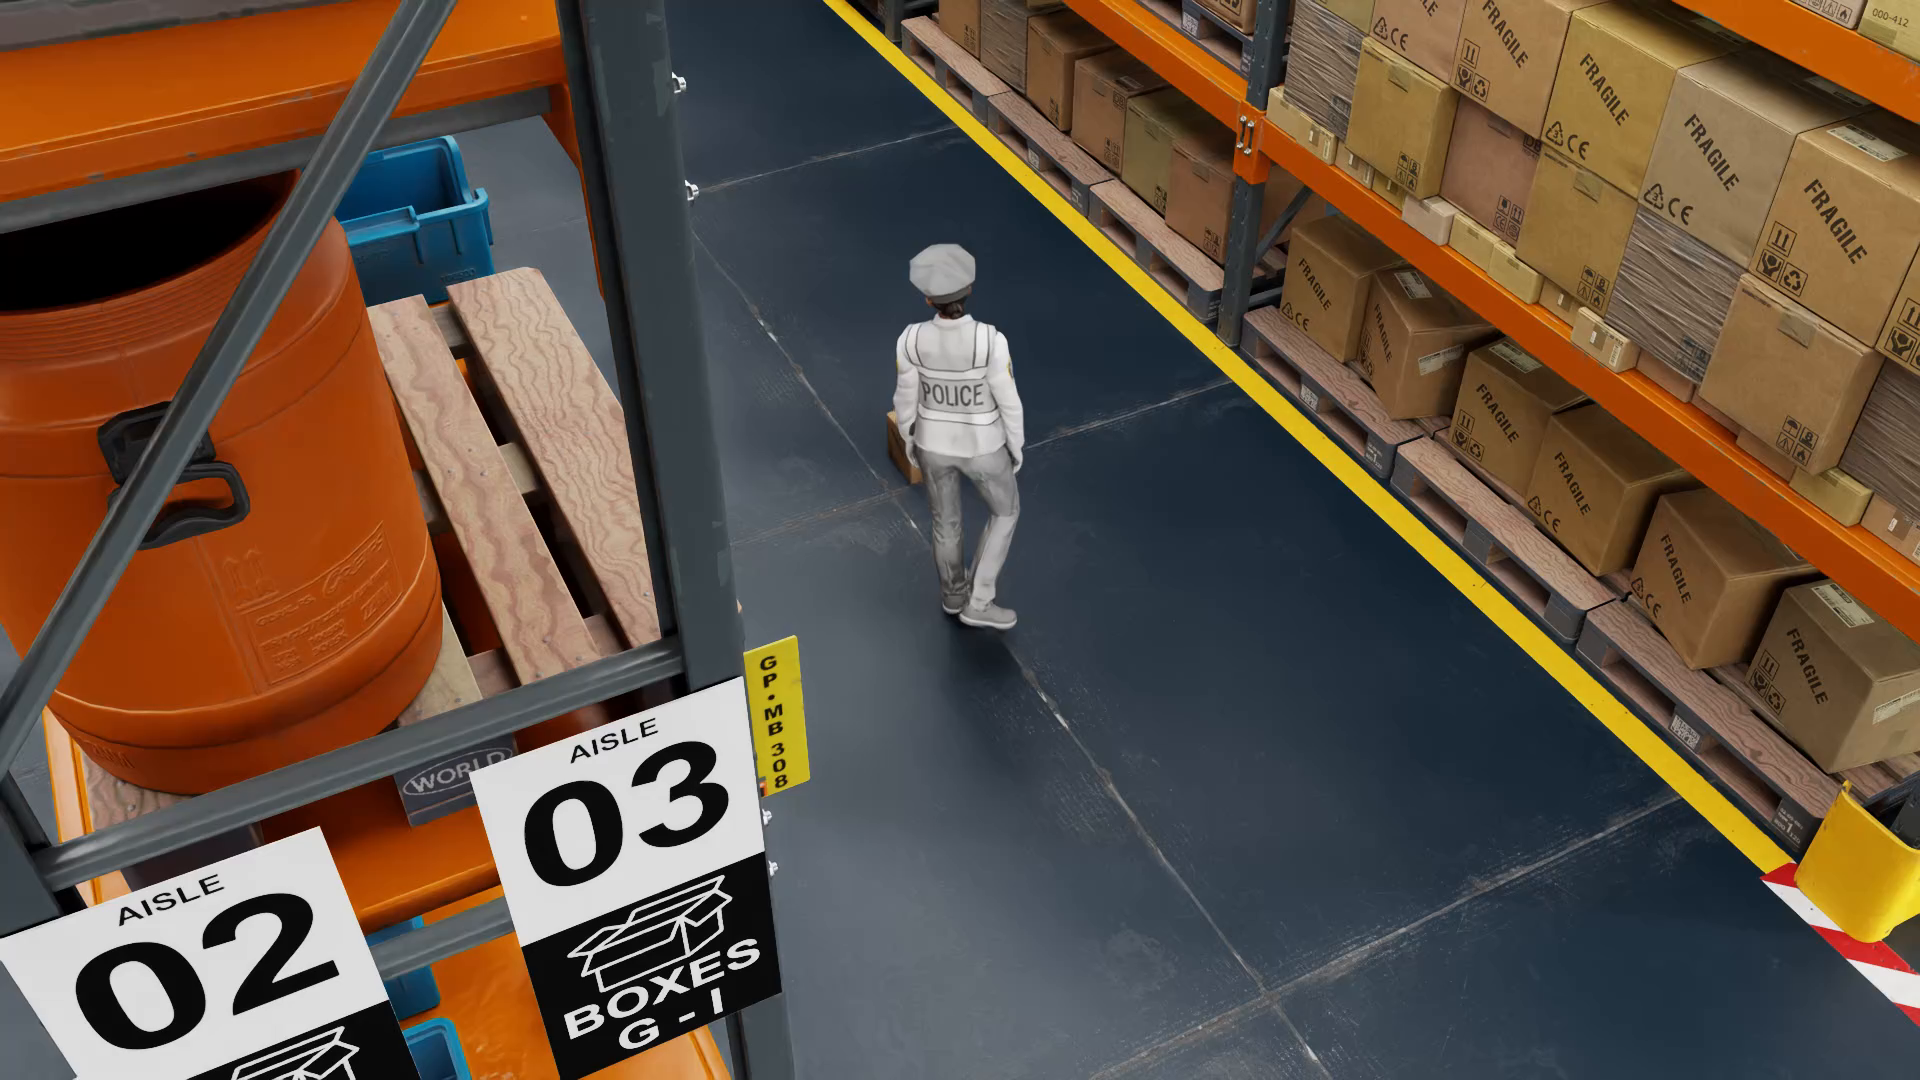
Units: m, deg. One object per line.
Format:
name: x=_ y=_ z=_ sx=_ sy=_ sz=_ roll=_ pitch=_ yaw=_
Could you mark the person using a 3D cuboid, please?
person: x=-0.009 y=-0.316 z=6.494 sx=0.539 sy=1.667 sz=0.516 roll=8 pitch=42 yaw=9
